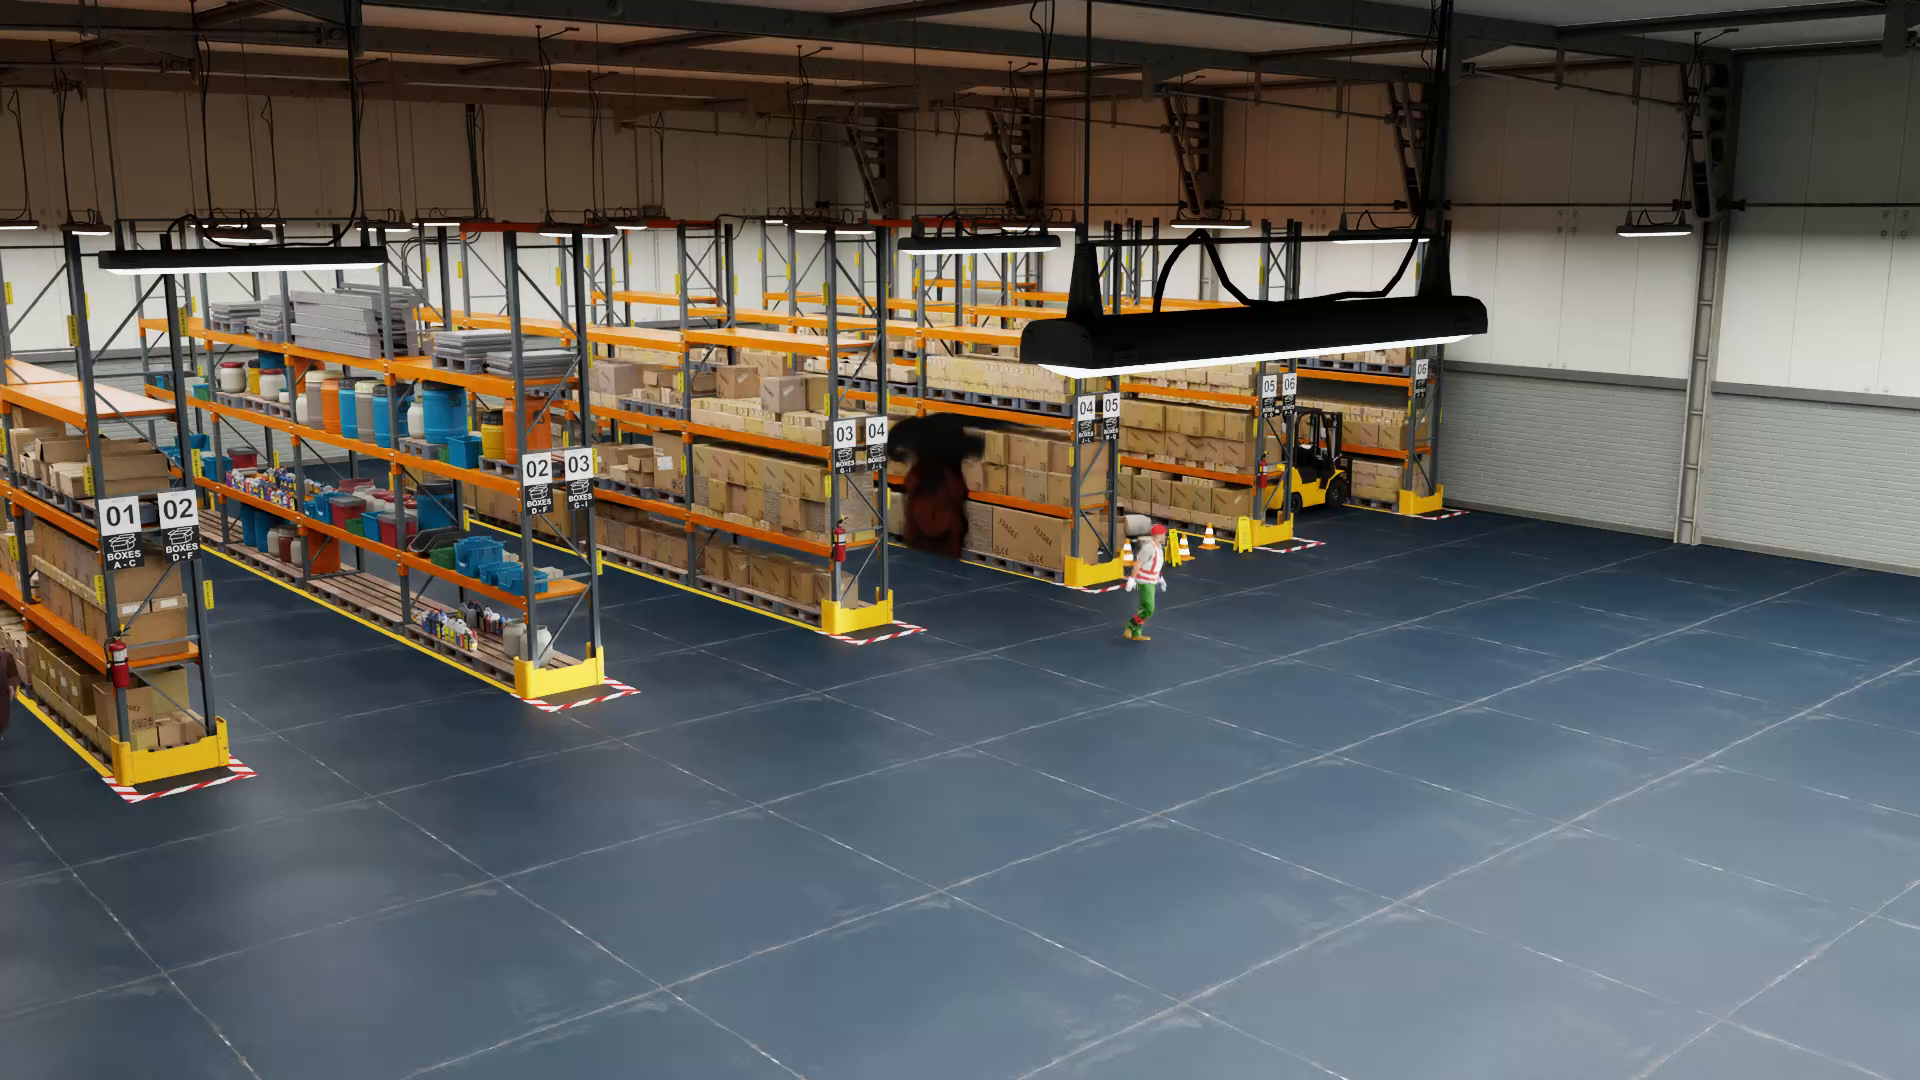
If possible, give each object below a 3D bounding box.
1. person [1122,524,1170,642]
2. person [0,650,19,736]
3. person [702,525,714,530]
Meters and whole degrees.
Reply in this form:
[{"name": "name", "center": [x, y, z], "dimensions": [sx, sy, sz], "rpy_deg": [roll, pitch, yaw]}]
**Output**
[{"name": "person", "center": [2.732, 0.631, 24.351], "dimensions": [0.591, 1.749, 0.696], "rpy_deg": [6, 13, 26]}, {"name": "person", "center": [-10.726, 1.860, 18.336], "dimensions": [0.842, 1.776, 0.692], "rpy_deg": [9, 14, 37]}, {"name": "person", "center": [-4.448, -0.899, 31.120], "dimensions": [0.886, 1.570, 0.549], "rpy_deg": [6, 13, 28]}]
